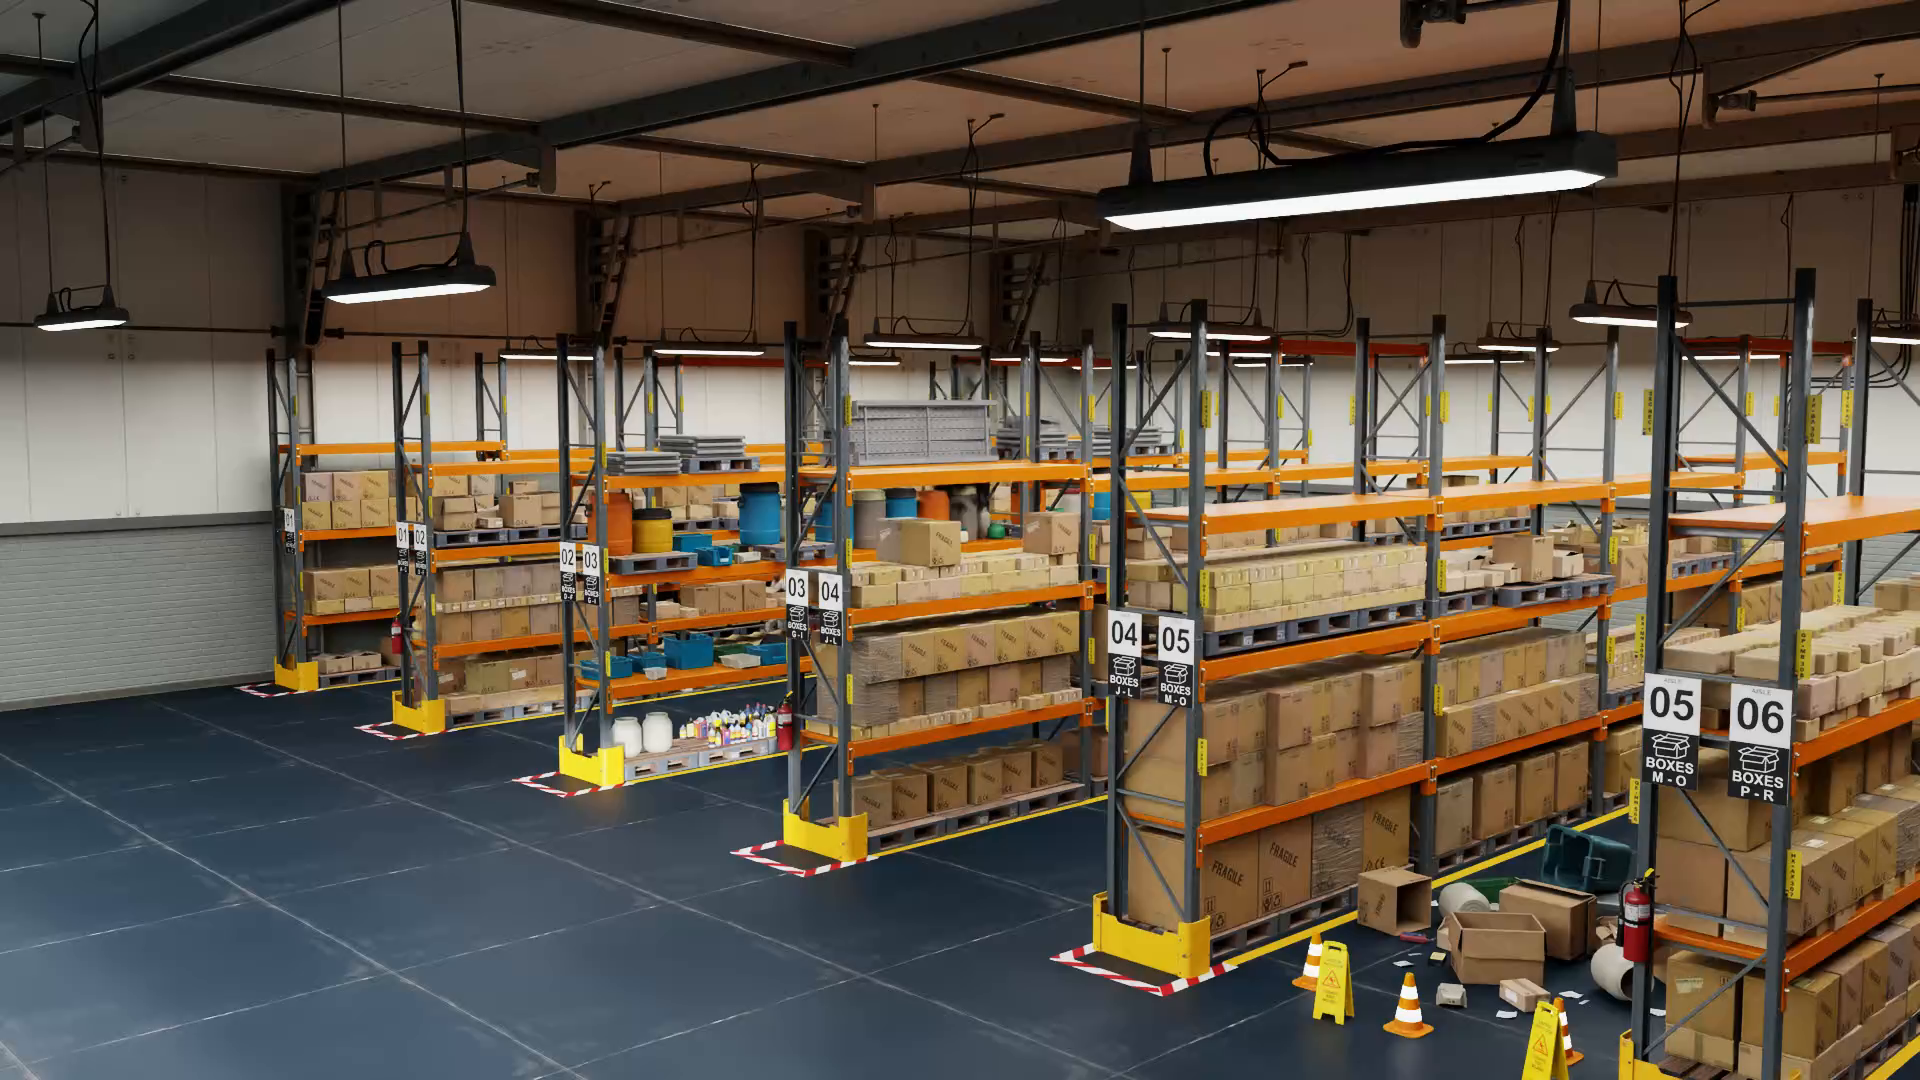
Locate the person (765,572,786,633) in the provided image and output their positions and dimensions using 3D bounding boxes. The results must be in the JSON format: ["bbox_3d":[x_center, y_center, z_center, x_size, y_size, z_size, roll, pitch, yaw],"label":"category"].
[{"bbox_3d":[-3.594,1.402,32.972,0.983,1.805,0.649,-4,7,-42],"label":"person"}]

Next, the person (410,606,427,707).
[{"bbox_3d":[-8.940,1.934,27.688,0.554,1.705,0.874,3,6,30],"label":"person"}]
